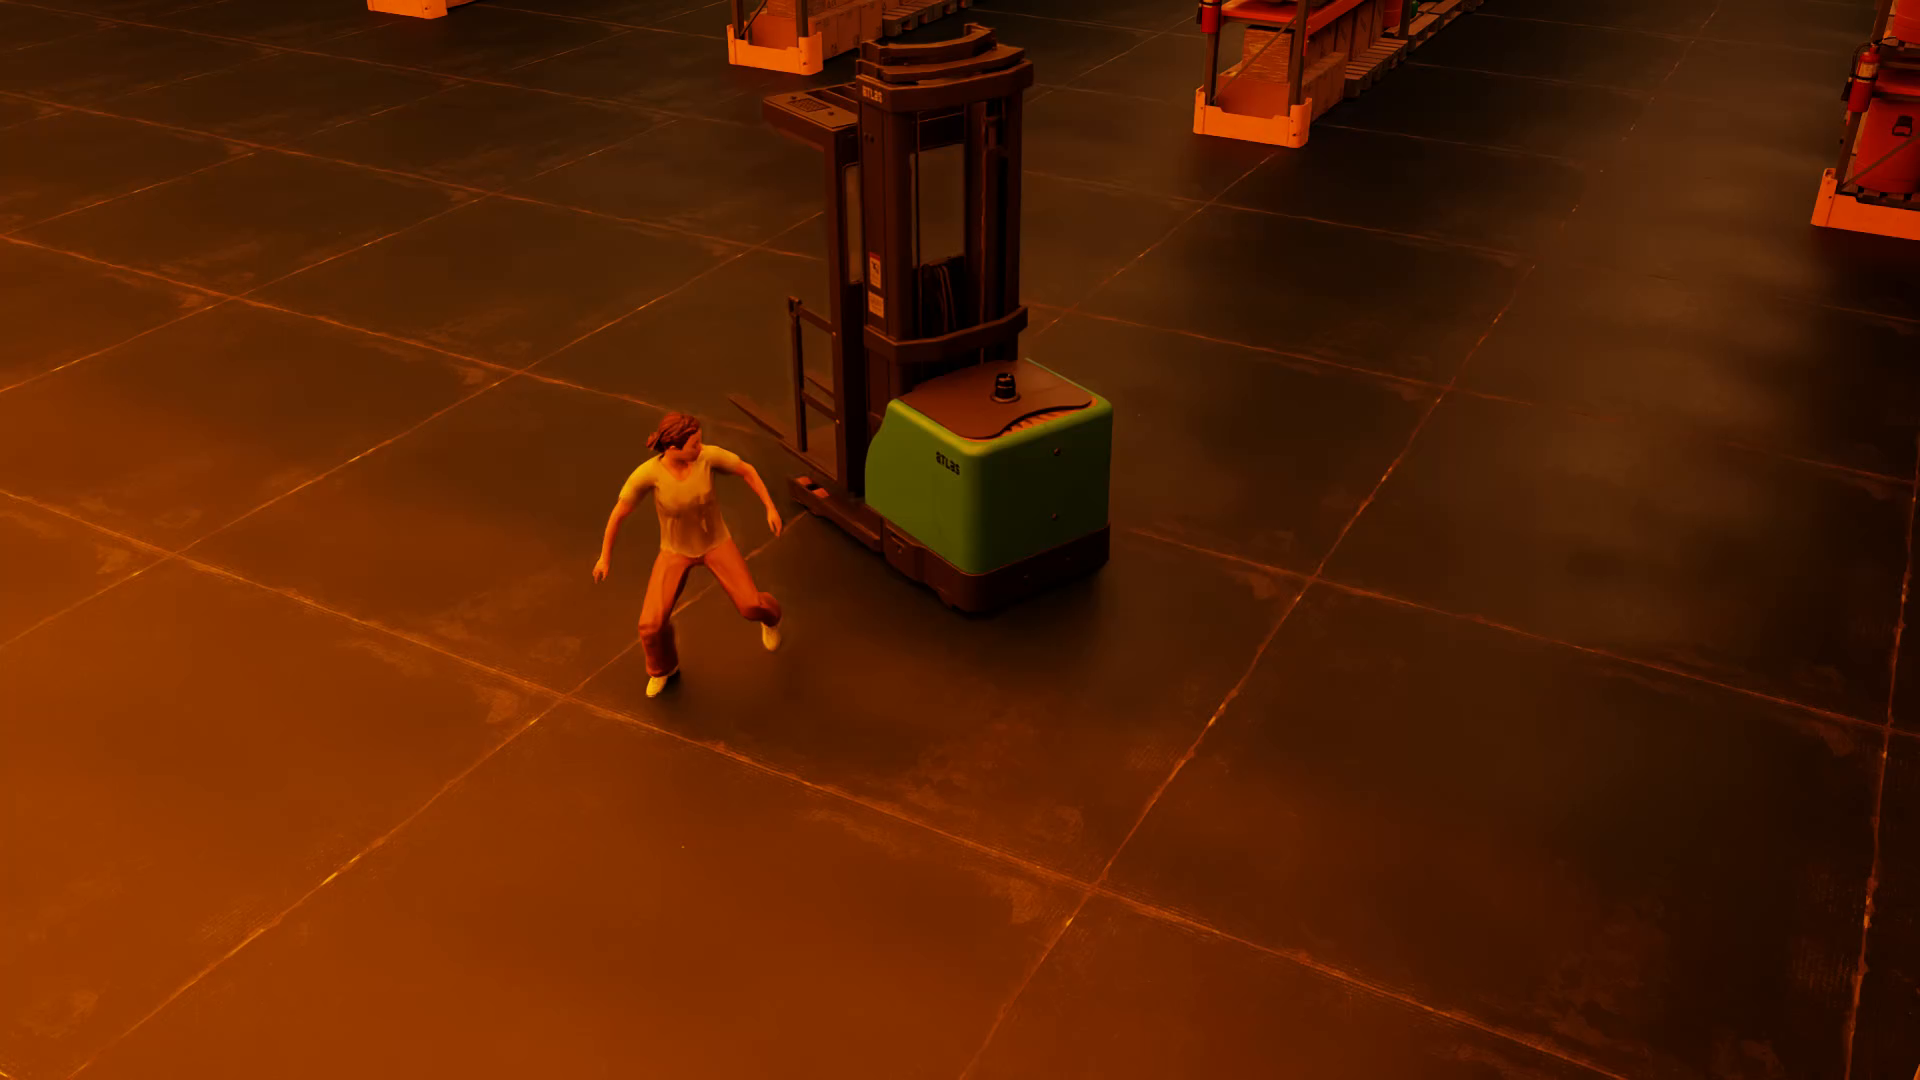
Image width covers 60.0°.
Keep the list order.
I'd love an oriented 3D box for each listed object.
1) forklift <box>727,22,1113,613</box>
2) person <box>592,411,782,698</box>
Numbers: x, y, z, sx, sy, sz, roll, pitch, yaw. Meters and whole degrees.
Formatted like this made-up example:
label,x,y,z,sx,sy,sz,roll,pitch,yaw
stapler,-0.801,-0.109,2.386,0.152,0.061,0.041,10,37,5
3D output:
label,x,y,z,sx,sy,sz,roll,pitch,yaw
forklift,-0.413,-1.550,9.756,1.130,2.935,3.031,-20,36,-31
person,-1.374,0.050,8.423,0.972,1.557,0.502,-6,31,-10
